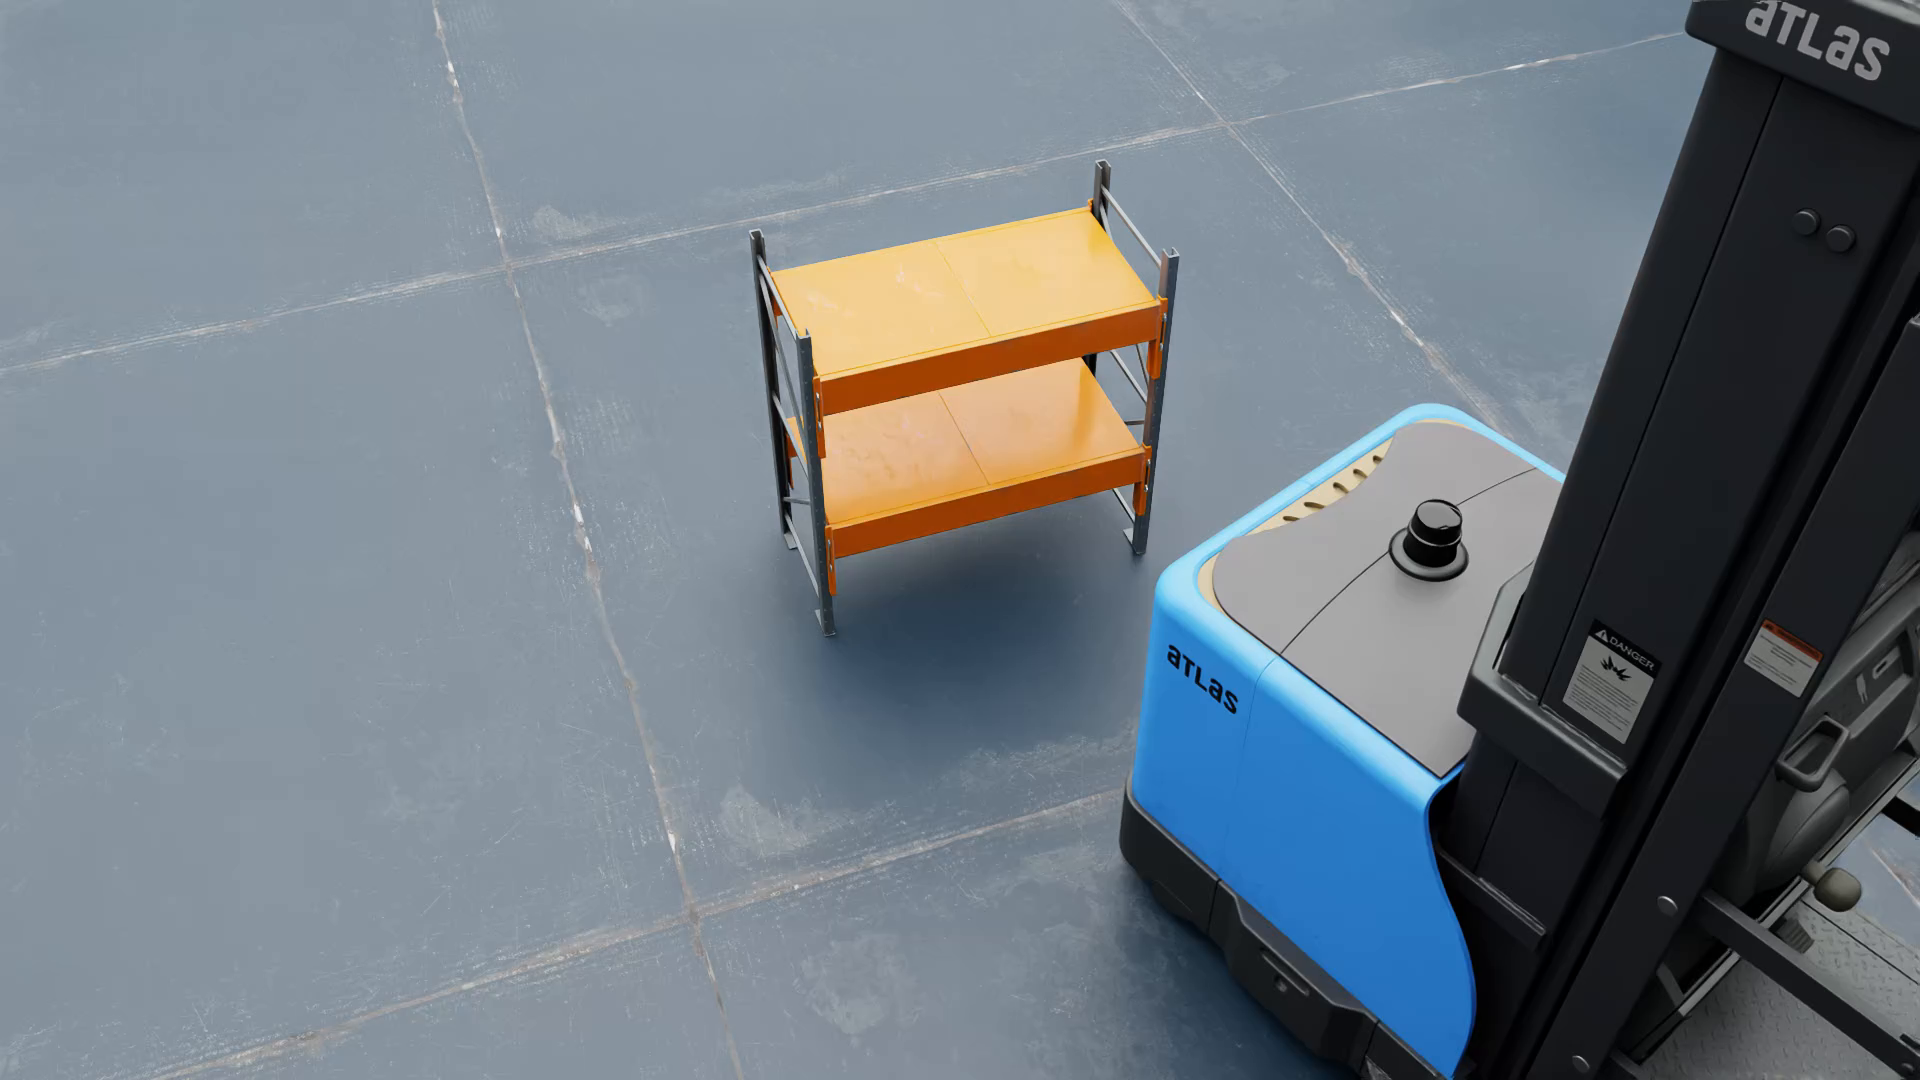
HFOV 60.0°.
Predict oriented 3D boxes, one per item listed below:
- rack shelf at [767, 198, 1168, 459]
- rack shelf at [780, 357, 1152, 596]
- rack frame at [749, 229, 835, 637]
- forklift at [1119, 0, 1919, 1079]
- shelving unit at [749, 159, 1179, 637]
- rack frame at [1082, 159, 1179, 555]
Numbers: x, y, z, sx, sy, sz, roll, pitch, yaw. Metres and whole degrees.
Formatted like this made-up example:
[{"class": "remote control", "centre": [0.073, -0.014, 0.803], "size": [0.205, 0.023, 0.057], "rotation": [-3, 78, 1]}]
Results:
[{"class": "rack shelf", "centre": [0.006, -0.605, 4.646], "size": [1.000, 0.278, 0.538], "rotation": [-14, 47, -14]}, {"class": "rack shelf", "centre": [0.006, -0.226, 5.026], "size": [1.000, 0.278, 0.538], "rotation": [-14, 47, -14]}, {"class": "rack frame", "centre": [-0.472, -0.276, 4.731], "size": [0.032, 1.125, 0.500], "rotation": [-14, 47, -14]}, {"class": "forklift", "centre": [1.753, 0.378, 2.804], "size": [1.130, 2.935, 3.031], "rotation": [-31, 53, -27]}, {"class": "shelving unit", "centre": [0.006, -0.399, 4.853], "size": [1.048, 1.125, 0.538], "rotation": [-14, 47, -14]}, {"class": "rack frame", "centre": [0.485, -0.521, 4.975], "size": [0.032, 1.125, 0.500], "rotation": [-14, 47, -14]}]
